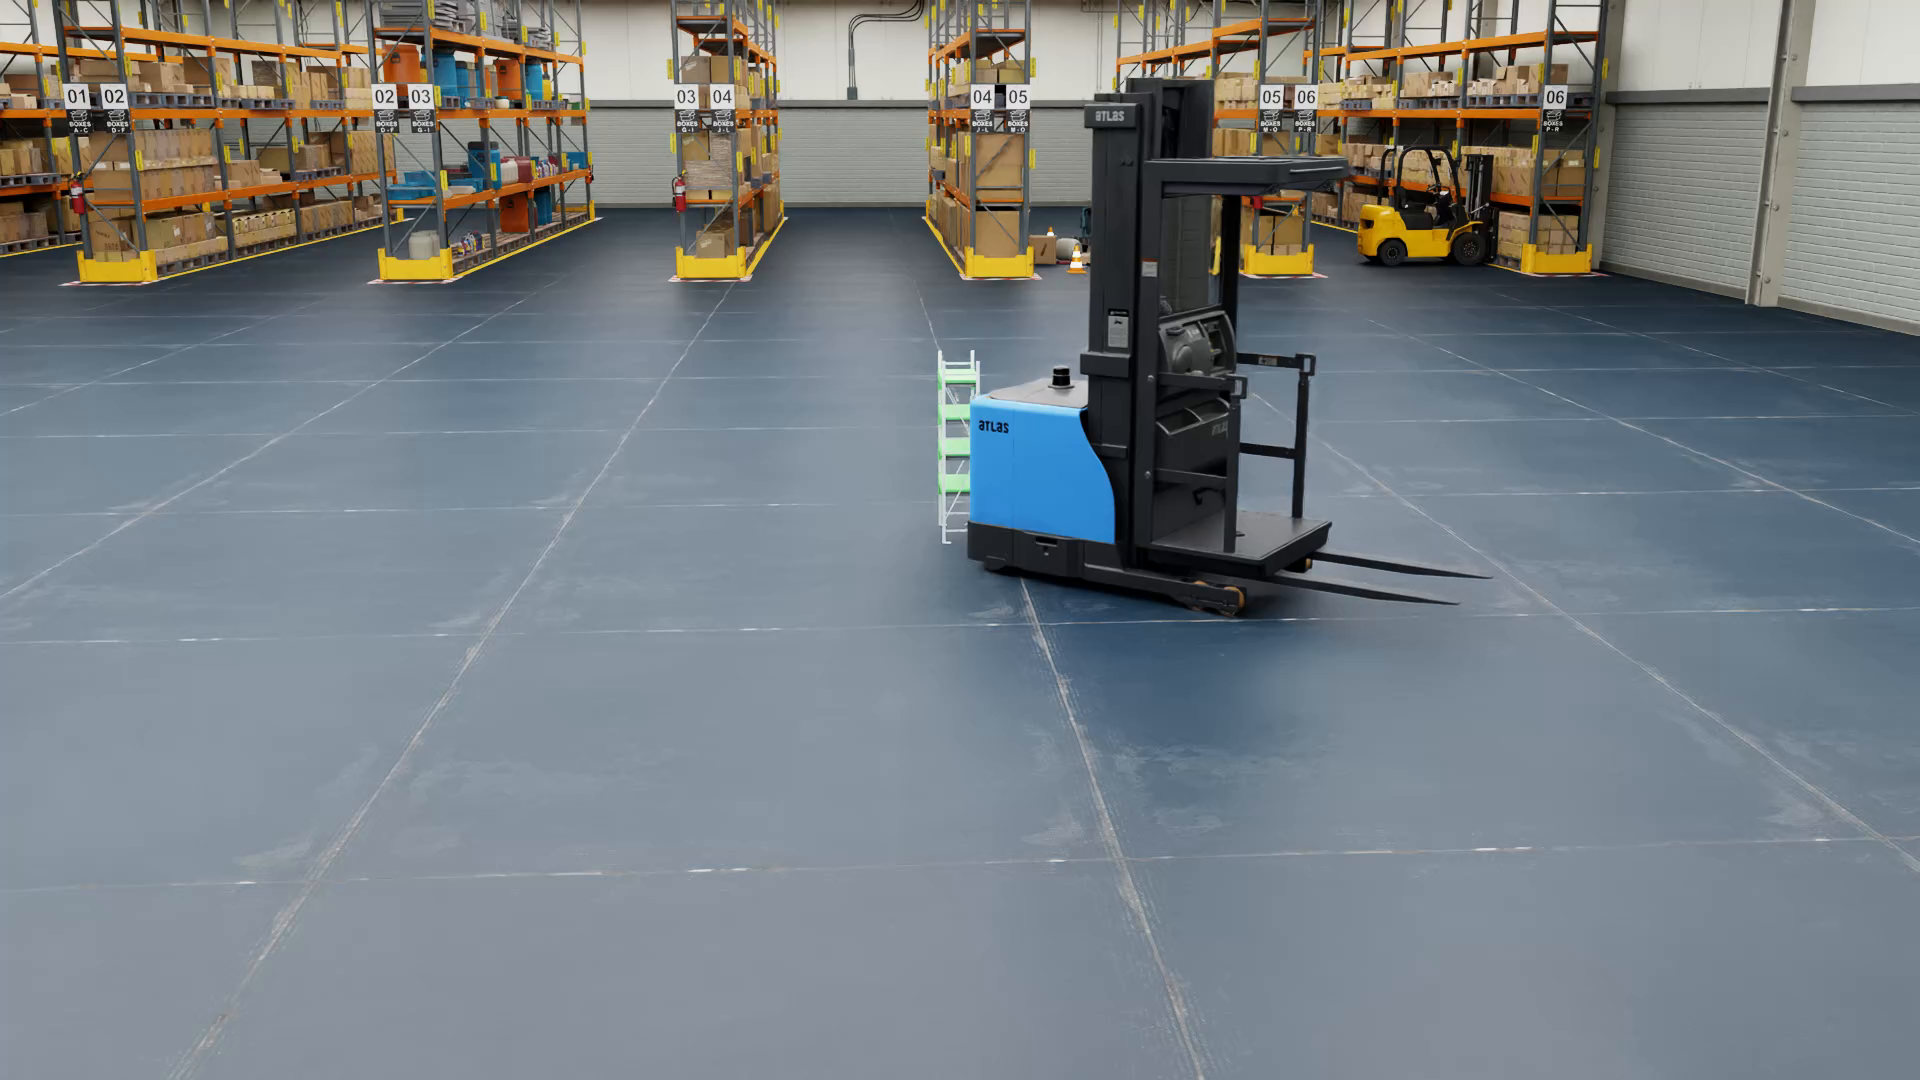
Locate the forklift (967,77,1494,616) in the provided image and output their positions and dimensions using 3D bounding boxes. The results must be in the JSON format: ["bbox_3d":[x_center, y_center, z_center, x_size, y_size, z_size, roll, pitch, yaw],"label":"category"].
[{"bbox_3d":[1.557,-1.142,9.582,3.031,2.935,1.130,9,17,32],"label":"forklift"}]

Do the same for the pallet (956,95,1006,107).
[{"bbox_3d":[0.469,-8.235,31.170,1.003,0.211,1.213,-1,14,-3],"label":"pallet"}]

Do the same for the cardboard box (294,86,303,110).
[{"bbox_3d":[-14.756,-9.556,35.926,0.910,0.500,0.500,-1,14,-3],"label":"cardboard box"}]

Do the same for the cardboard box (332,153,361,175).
[{"bbox_3d":[-14.671,-8.994,39.763,0.500,0.500,0.500,-1,14,-2],"label":"cardboard box"}]

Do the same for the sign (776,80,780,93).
[{"bbox_3d":[-4.729,-11.810,43.269,0.100,0.325,0.005,-1,14,-3],"label":"sign"}]

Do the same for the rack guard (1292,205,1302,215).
[{"bbox_3d":[9.578,-8.963,44.858,1.175,0.500,0.348,-1,14,-3],"label":"rack guard"}]

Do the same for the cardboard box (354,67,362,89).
[{"bbox_3d":[-14.906,-11.171,40.198,0.700,0.500,0.500,-1,14,-3],"label":"cardboard box"}]

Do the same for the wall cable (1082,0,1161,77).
[{"bbox_3d":[4.737,-14.441,49.095,2.355,3.000,0.029,-1,14,-3],"label":"wall cable"}]

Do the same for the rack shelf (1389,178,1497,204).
[{"bbox_3d":[10.193,-7.357,35.043,1.077,0.370,4.000,-1,14,-3],"label":"rack shelf"}]

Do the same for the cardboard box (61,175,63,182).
[{"bbox_3d":[-19.397,-7.716,35.460,0.380,0.149,0.250,-1,14,-4],"label":"cardboard box"}]

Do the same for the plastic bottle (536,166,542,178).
[{"bbox_3d":[-9.509,-8.293,37.487,0.152,0.276,0.135,-1,14,-3],"label":"plastic bottle"}]

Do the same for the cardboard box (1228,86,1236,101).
[{"bbox_3d":[5.210,-8.162,30.414,0.500,0.250,0.500,-1,14,-3],"label":"cardboard box"}]

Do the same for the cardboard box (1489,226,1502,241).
[{"bbox_3d":[10.149,-5.696,30.817,0.500,0.250,0.500,-1,14,-5],"label":"cardboard box"}]

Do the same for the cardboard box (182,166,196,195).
[{"bbox_3d":[-14.315,-6.508,30.098,0.700,0.500,0.500,-1,14,-3],"label":"cardboard box"}]

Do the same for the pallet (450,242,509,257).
[{"bbox_3d":[-9.559,-5.745,32.931,1.003,0.211,1.213,-1,14,-3],"label":"pallet"}]

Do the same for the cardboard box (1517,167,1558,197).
[{"bbox_3d":[10.272,-6.380,29.602,0.500,0.500,0.500,-1,14,-5],"label":"cardboard box"}]

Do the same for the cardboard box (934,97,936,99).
[{"bbox_3d":[-0.349,-10.751,40.071,0.500,0.250,0.500,-2,15,-6],"label":"cardboard box"}]

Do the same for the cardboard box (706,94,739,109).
[{"bbox_3d":[-4.052,-7.486,28.384,0.500,0.250,0.500,0,14,-2],"label":"cardboard box"}]

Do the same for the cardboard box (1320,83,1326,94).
[{"bbox_3d":[9.449,-11.466,42.252,0.500,0.250,0.500,0,14,-2],"label":"cardboard box"}]

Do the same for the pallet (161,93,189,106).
[{"bbox_3d":[-14.264,-7.721,29.172,1.003,0.211,1.213,-1,14,-3],"label":"pallet"}]

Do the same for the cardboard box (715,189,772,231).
[{"bbox_3d":[-4.798,-7.318,36.872,1.225,0.875,0.875,-2,15,-6],"label":"cardboard box"}]

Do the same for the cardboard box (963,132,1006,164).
[{"bbox_3d":[0.504,-7.129,30.246,0.875,0.550,0.500,-1,14,-3],"label":"cardboard box"}]

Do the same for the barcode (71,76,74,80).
[{"bbox_3d":[-14.668,-7.632,27.484,0.001,0.075,0.075,-1,14,-3],"label":"barcode"}]

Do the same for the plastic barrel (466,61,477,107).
[{"bbox_3d":[-9.760,-8.882,32.502,0.600,0.901,0.600,0,14,0],"label":"plastic barrel"}]

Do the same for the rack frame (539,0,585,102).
[{"bbox_3d":[-10.215,-12.791,42.679,1.000,3.000,0.127,-1,14,-3],"label":"rack frame"}]

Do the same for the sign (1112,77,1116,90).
[{"bbox_3d":[4.065,-12.022,43.798,0.100,0.325,0.005,-1,14,-3],"label":"sign"}]

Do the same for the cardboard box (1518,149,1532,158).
[{"bbox_3d":[10.243,-6.931,29.845,0.380,0.149,0.250,-1,14,-2],"label":"cardboard box"}]

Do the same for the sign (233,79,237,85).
[{"bbox_3d":[-15.205,-9.515,34.931,0.100,0.325,0.005,-1,14,-3],"label":"sign"}]

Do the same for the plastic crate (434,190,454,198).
[{"bbox_3d":[-8.958,-6.006,28.878,0.298,0.136,0.250,-1,14,-3],"label":"plastic crate"}]

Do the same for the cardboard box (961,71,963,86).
[{"bbox_3d":[0.276,-8.302,29.914,0.500,0.250,0.500,-1,14,-3],"label":"cardboard box"}]

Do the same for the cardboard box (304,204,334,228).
[{"bbox_3d":[-14.508,-7.325,37.609,0.500,0.500,0.500,-1,14,-5],"label":"cardboard box"}]

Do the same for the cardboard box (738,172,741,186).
[{"bbox_3d":[-4.445,-6.684,30.188,0.875,0.500,0.500,-1,14,-3],"label":"cardboard box"}]

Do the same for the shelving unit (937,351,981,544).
[{"bbox_3d":[-0.010,-0.622,11.037,0.258,1.200,0.503,-1,14,-3],"label":"shelving unit"}]

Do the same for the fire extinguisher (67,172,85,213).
[{"bbox_3d":[-14.624,-5.756,27.535,0.296,0.674,0.183,-1,14,-3],"label":"fire extinguisher"}]

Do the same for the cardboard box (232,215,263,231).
[{"bbox_3d":[-14.252,-6.328,33.153,0.500,0.311,0.500,-1,14,-5],"label":"cardboard box"}]

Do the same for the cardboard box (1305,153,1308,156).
[{"bbox_3d":[9.364,-10.021,43.659,0.500,0.250,0.500,-1,14,-3],"label":"cardboard box"}]

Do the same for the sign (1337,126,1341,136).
[{"bbox_3d":[10.129,-10.910,44.450,0.100,0.325,0.005,-1,14,-3],"label":"sign"}]

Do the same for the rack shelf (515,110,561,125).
[{"bbox_3d":[-9.843,-9.497,37.343,1.077,0.370,4.000,-1,14,-3],"label":"rack shelf"}]

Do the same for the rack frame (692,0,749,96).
[{"bbox_3d":[-4.528,-9.883,31.377,1.000,3.000,0.127,-1,14,-3],"label":"rack frame"}]

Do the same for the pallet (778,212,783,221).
[{"bbox_3d":[-5.144,-8.414,43.303,1.003,0.211,1.213,-1,14,-3],"label":"pallet"}]

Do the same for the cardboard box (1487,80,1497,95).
[{"bbox_3d":[10.106,-8.473,31.146,0.396,0.266,0.258,-1,14,-5],"label":"cardboard box"}]

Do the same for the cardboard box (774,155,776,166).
[{"bbox_3d":[-4.878,-9.534,41.767,0.500,0.250,0.500,-1,14,-3],"label":"cardboard box"}]

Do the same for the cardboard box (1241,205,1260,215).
[{"bbox_3d":[5.211,-5.970,30.078,0.380,0.149,0.250,0,14,-2],"label":"cardboard box"}]

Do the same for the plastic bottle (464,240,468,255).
[{"bbox_3d":[-9.046,-5.339,30.349,0.097,0.271,0.097,0,14,0],"label":"plastic bottle"}]

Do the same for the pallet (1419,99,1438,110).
[{"bbox_3d":[10.273,-9.118,34.805,1.003,0.211,1.213,0,14,-1],"label":"pallet"}]

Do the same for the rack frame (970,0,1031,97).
[{"bbox_3d":[0.676,-8.939,27.710,1.000,3.000,0.127,-1,14,-3],"label":"rack frame"}]

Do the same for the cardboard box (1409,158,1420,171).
[{"bbox_3d":[9.897,-8.003,35.409,0.500,0.250,0.500,-1,14,-5],"label":"cardboard box"}]

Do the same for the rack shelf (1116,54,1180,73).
[{"bbox_3d":[4.743,-11.981,41.777,1.077,0.370,4.000,-1,14,-3],"label":"rack shelf"}]

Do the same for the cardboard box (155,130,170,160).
[{"bbox_3d":[-14.257,-6.893,28.992,0.700,0.500,0.500,-1,14,-3],"label":"cardboard box"}]

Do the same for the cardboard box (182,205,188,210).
[{"bbox_3d":[-19.929,-8.428,41.937,0.700,0.500,0.500,-1,14,-4],"label":"cardboard box"}]

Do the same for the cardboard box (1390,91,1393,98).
[{"bbox_3d":[9.810,-9.925,37.062,0.380,0.149,0.250,-1,14,-5],"label":"cardboard box"}]
